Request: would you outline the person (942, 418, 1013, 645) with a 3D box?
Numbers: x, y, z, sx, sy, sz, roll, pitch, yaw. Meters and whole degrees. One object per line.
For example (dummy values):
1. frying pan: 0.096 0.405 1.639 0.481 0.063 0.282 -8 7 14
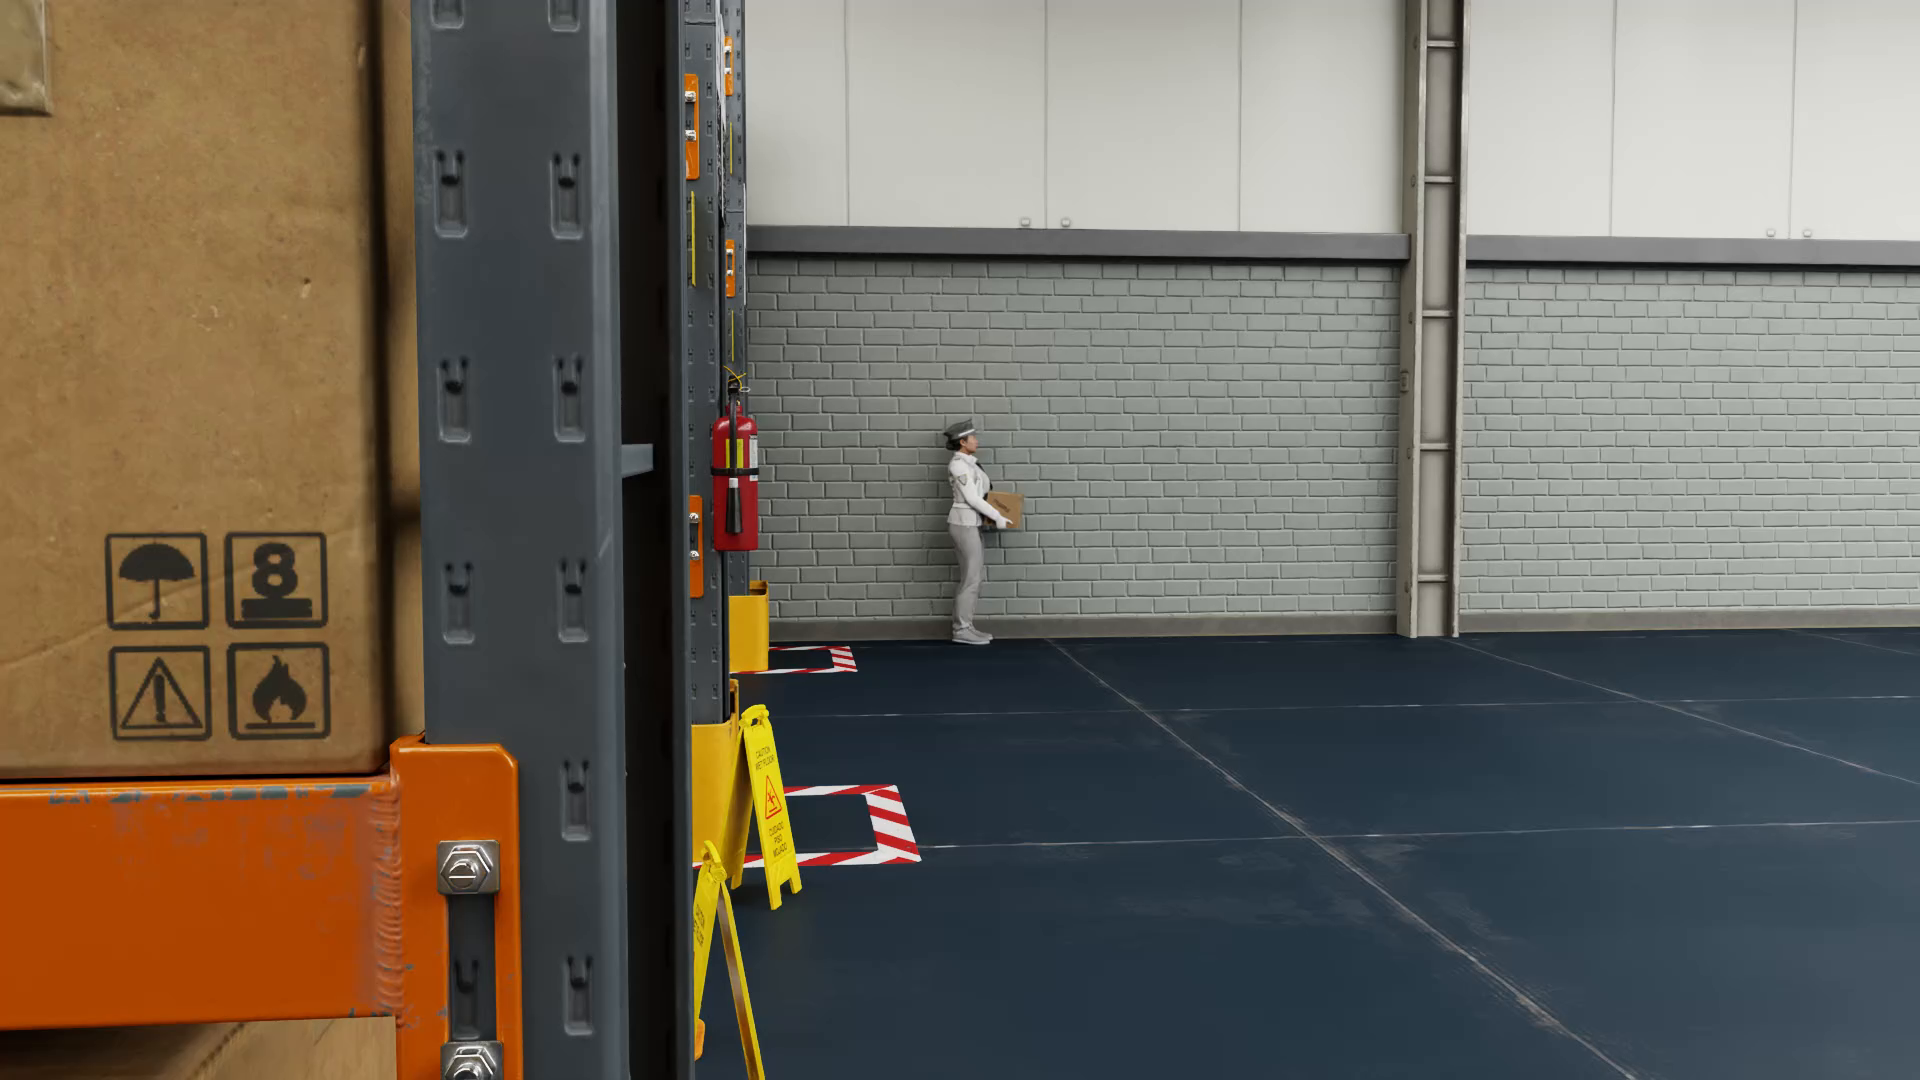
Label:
1. person: 0.140 -0.068 12.480 0.547 1.689 0.458 0 4 7
